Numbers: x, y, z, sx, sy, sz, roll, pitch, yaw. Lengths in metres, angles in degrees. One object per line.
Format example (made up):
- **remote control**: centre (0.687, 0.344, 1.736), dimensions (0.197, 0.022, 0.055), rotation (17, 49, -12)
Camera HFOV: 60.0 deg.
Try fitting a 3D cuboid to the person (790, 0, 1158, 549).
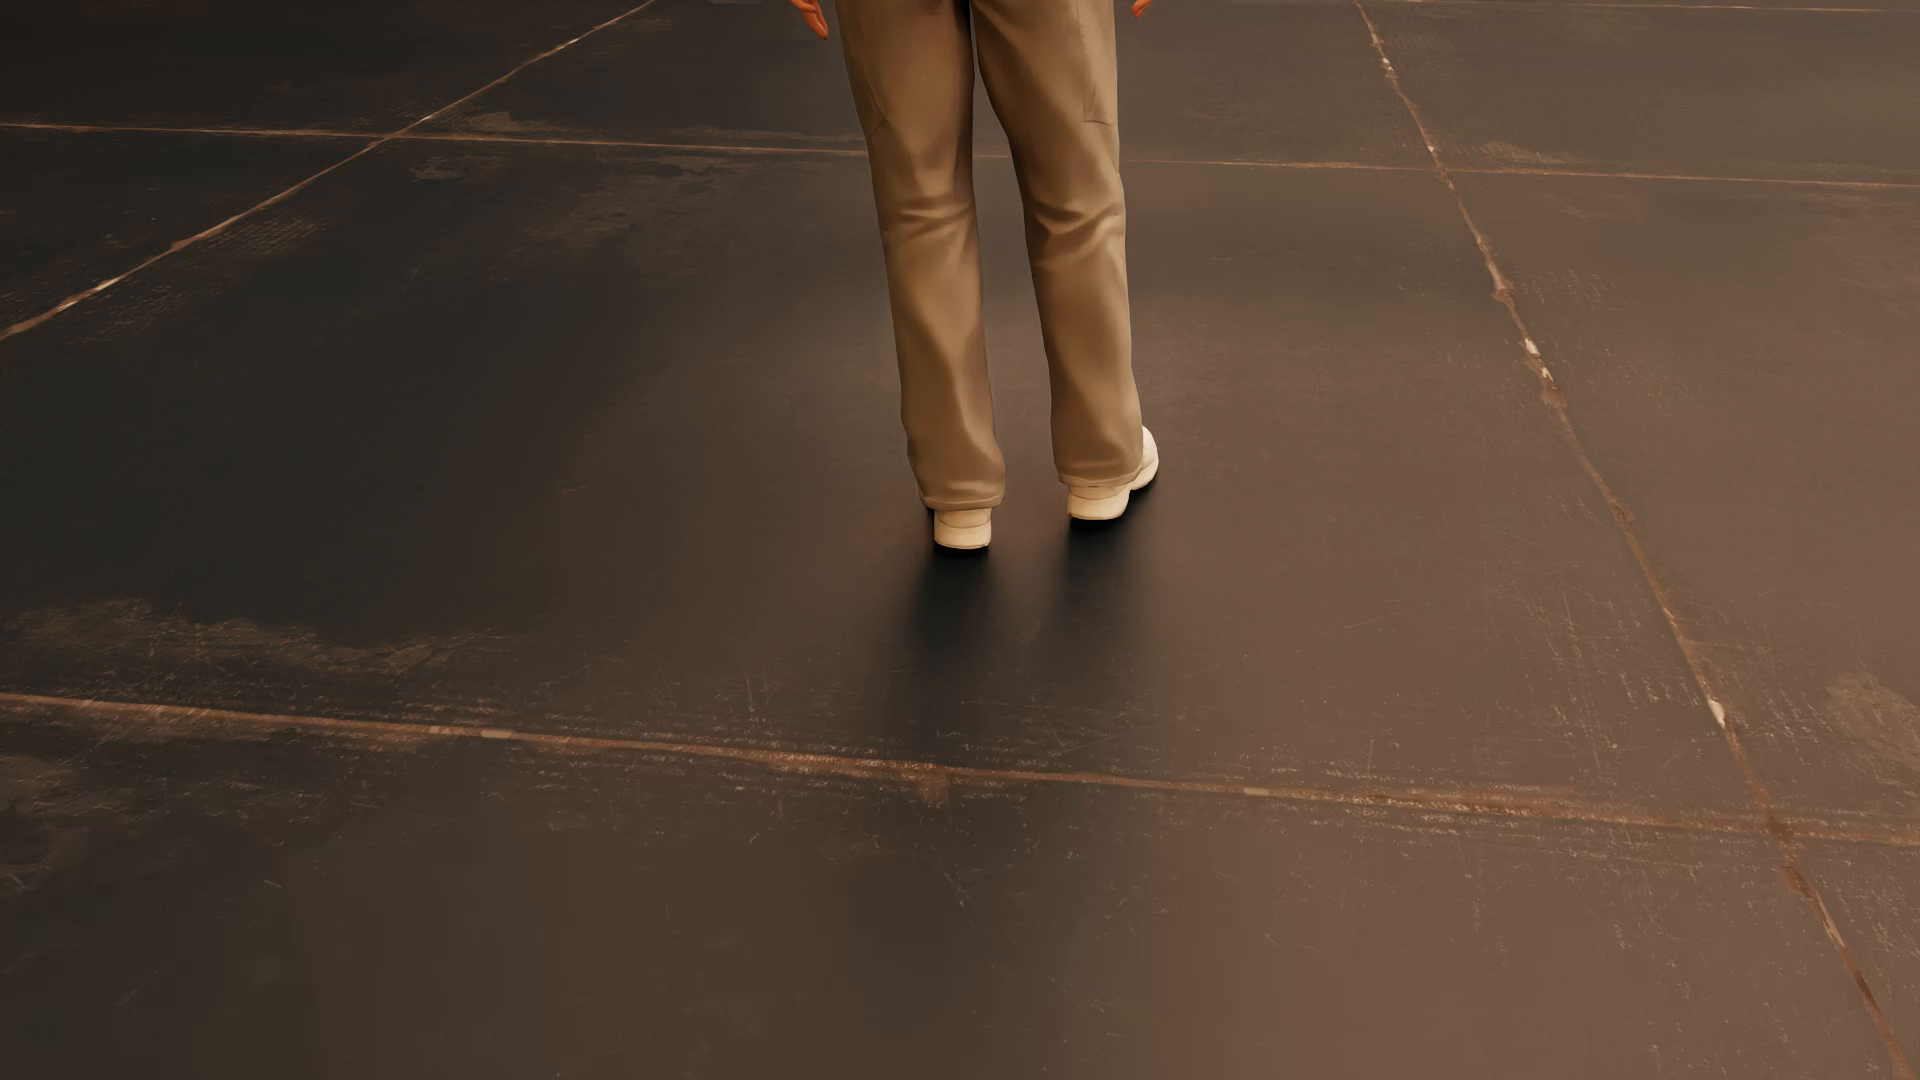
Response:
- **person**: centre (0.023, -0.788, 2.186), dimensions (0.549, 1.675, 0.549), rotation (3, 27, 7)
